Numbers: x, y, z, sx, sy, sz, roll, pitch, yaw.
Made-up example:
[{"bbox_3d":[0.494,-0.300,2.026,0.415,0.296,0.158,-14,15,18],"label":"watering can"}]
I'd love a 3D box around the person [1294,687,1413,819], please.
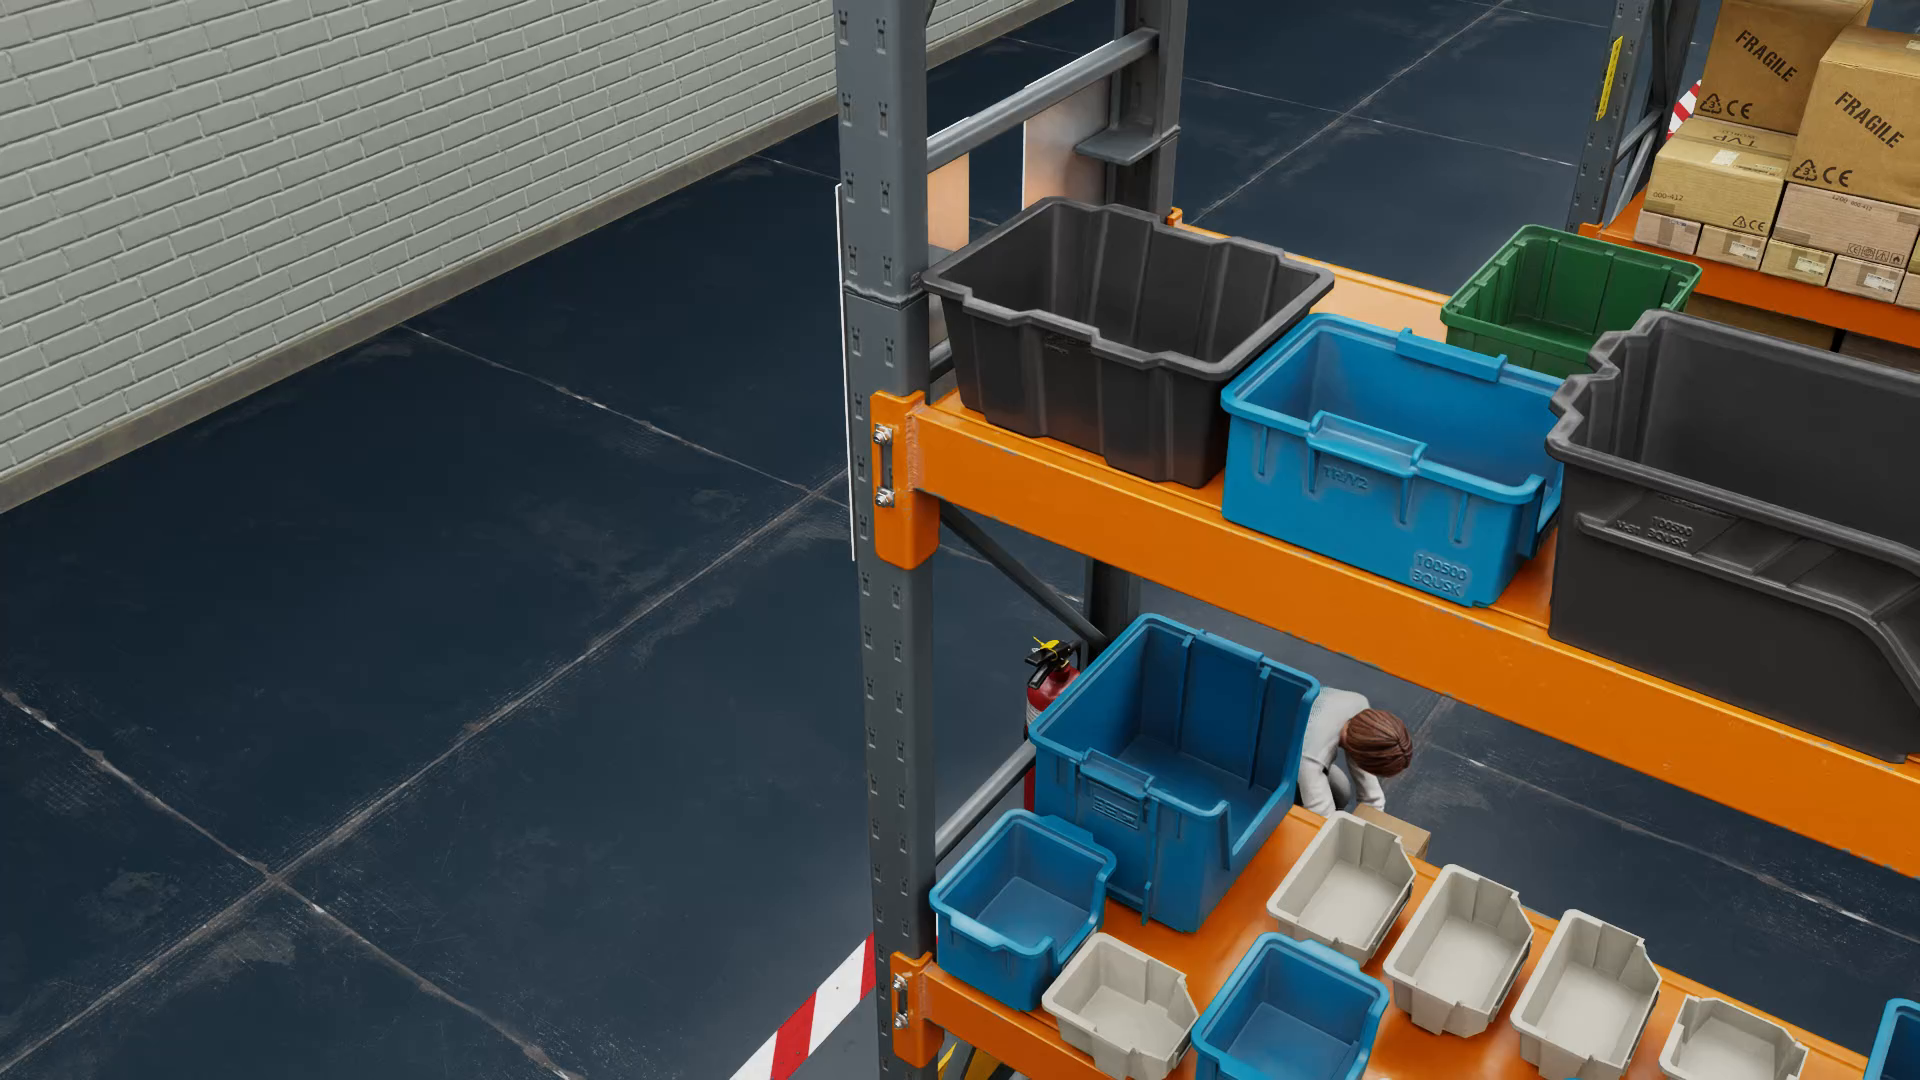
[{"bbox_3d":[1.144,0.826,5.597,0.417,0.890,0.888,-27,43,-33],"label":"person"}]
